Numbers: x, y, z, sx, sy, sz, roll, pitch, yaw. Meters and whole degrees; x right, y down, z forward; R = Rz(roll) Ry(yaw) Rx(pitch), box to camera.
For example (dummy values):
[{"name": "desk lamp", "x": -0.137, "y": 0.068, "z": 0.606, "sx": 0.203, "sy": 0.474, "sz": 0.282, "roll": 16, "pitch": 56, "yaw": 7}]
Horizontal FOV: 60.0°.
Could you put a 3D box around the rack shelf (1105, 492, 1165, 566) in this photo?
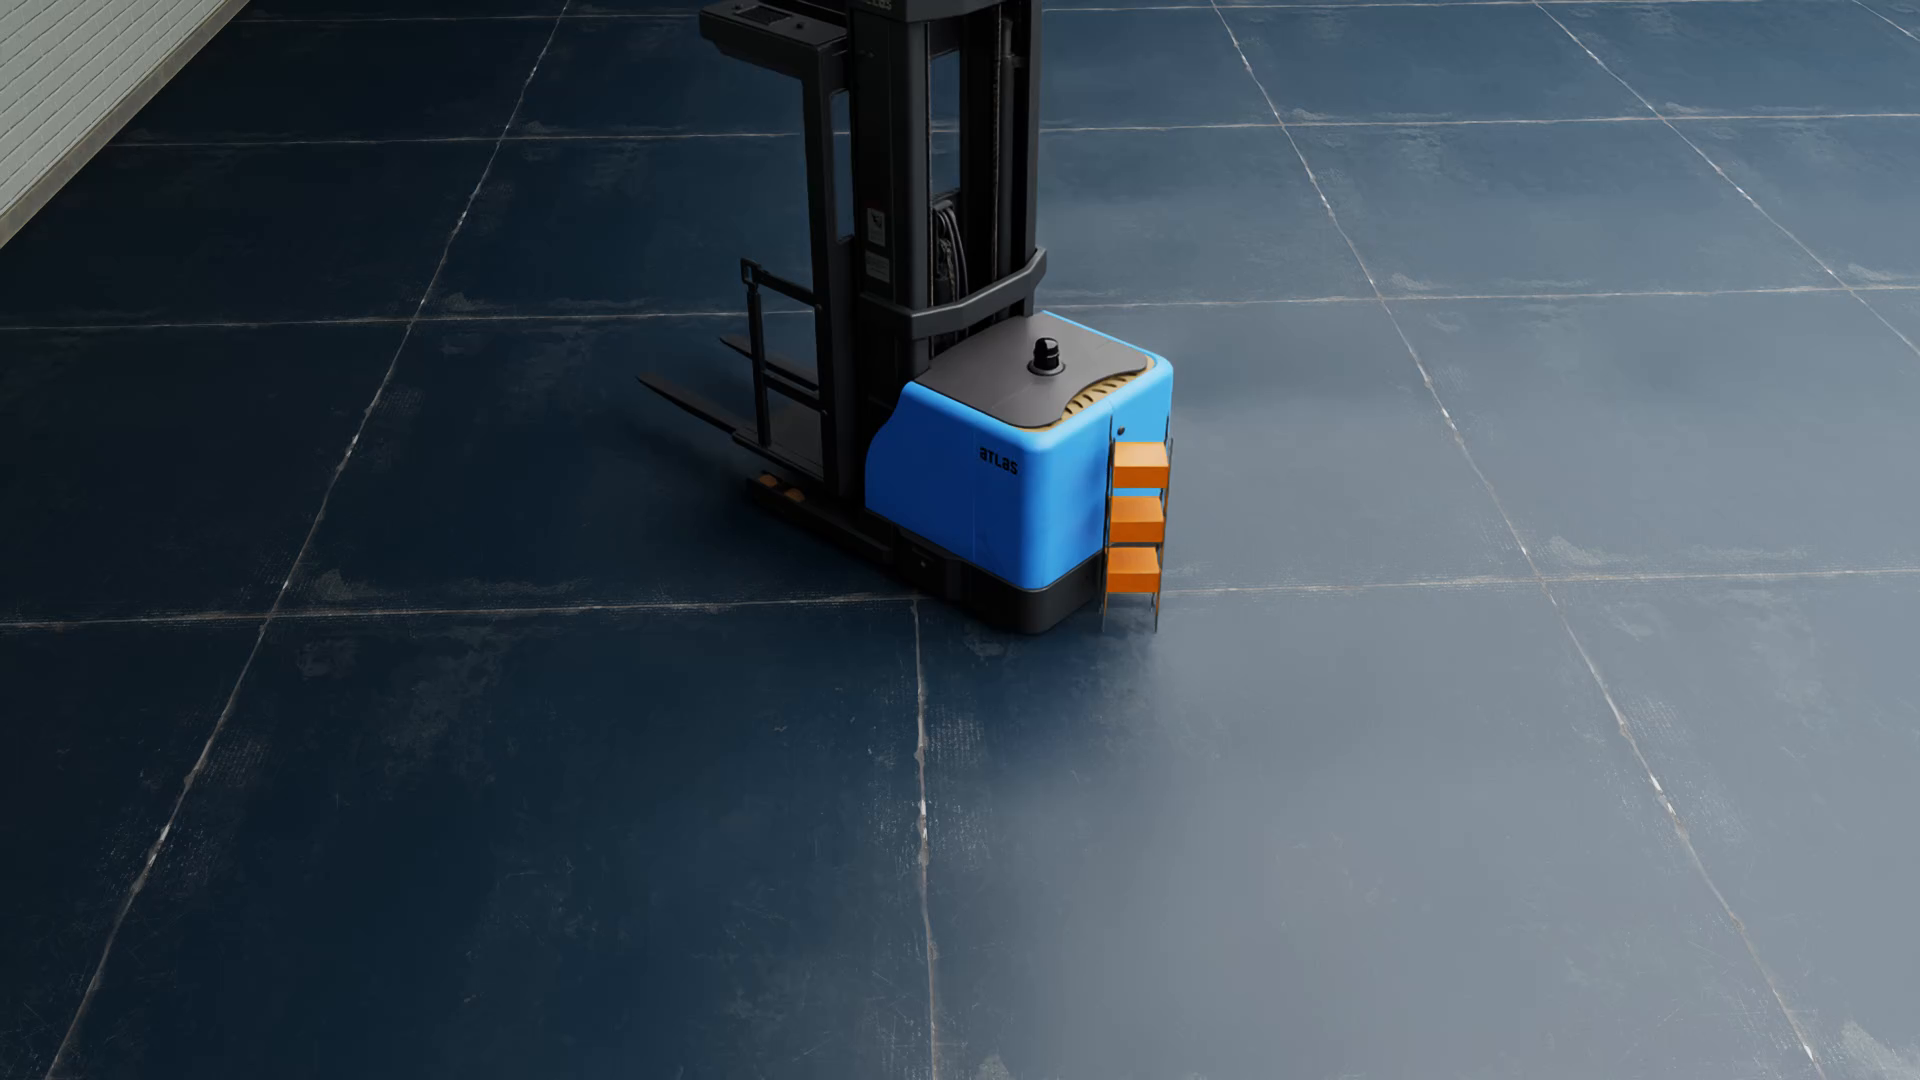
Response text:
[{"name": "rack shelf", "x": 0.777, "y": -0.048, "z": 7.415, "sx": 0.240, "sy": 0.259, "sz": 0.215, "roll": 0, "pitch": 35, "yaw": 0}]

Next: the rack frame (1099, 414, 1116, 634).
[{"name": "rack frame", "x": 0.655, "y": -0.056, "z": 7.409, "sx": 0.008, "sy": 1.050, "sz": 0.200, "roll": 0, "pitch": 35, "yaw": 0}]

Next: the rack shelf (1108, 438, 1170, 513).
[{"name": "rack shelf", "x": 0.777, "y": -0.281, "z": 7.253, "sx": 0.240, "sy": 0.259, "sz": 0.215, "roll": 0, "pitch": 35, "yaw": 0}]

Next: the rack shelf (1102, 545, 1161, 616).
[{"name": "rack shelf", "x": 0.777, "y": 0.181, "z": 7.573, "sx": 0.240, "sy": 0.259, "sz": 0.215, "roll": 0, "pitch": 35, "yaw": 0}]

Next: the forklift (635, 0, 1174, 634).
[{"name": "forklift", "x": -0.445, "y": -1.495, "z": 7.834, "sx": 3.031, "sy": 2.935, "sz": 1.130, "roll": 27, "pitch": 43, "yaw": 33}]

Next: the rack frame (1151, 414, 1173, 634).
[{"name": "rack frame", "x": 0.899, "y": -0.056, "z": 7.409, "sx": 0.008, "sy": 1.050, "sz": 0.200, "roll": 0, "pitch": 35, "yaw": 0}]

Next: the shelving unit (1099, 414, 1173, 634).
[{"name": "shelving unit", "x": 0.777, "y": -0.056, "z": 7.409, "sx": 0.252, "sy": 1.050, "sz": 0.215, "roll": 0, "pitch": 35, "yaw": 0}]
